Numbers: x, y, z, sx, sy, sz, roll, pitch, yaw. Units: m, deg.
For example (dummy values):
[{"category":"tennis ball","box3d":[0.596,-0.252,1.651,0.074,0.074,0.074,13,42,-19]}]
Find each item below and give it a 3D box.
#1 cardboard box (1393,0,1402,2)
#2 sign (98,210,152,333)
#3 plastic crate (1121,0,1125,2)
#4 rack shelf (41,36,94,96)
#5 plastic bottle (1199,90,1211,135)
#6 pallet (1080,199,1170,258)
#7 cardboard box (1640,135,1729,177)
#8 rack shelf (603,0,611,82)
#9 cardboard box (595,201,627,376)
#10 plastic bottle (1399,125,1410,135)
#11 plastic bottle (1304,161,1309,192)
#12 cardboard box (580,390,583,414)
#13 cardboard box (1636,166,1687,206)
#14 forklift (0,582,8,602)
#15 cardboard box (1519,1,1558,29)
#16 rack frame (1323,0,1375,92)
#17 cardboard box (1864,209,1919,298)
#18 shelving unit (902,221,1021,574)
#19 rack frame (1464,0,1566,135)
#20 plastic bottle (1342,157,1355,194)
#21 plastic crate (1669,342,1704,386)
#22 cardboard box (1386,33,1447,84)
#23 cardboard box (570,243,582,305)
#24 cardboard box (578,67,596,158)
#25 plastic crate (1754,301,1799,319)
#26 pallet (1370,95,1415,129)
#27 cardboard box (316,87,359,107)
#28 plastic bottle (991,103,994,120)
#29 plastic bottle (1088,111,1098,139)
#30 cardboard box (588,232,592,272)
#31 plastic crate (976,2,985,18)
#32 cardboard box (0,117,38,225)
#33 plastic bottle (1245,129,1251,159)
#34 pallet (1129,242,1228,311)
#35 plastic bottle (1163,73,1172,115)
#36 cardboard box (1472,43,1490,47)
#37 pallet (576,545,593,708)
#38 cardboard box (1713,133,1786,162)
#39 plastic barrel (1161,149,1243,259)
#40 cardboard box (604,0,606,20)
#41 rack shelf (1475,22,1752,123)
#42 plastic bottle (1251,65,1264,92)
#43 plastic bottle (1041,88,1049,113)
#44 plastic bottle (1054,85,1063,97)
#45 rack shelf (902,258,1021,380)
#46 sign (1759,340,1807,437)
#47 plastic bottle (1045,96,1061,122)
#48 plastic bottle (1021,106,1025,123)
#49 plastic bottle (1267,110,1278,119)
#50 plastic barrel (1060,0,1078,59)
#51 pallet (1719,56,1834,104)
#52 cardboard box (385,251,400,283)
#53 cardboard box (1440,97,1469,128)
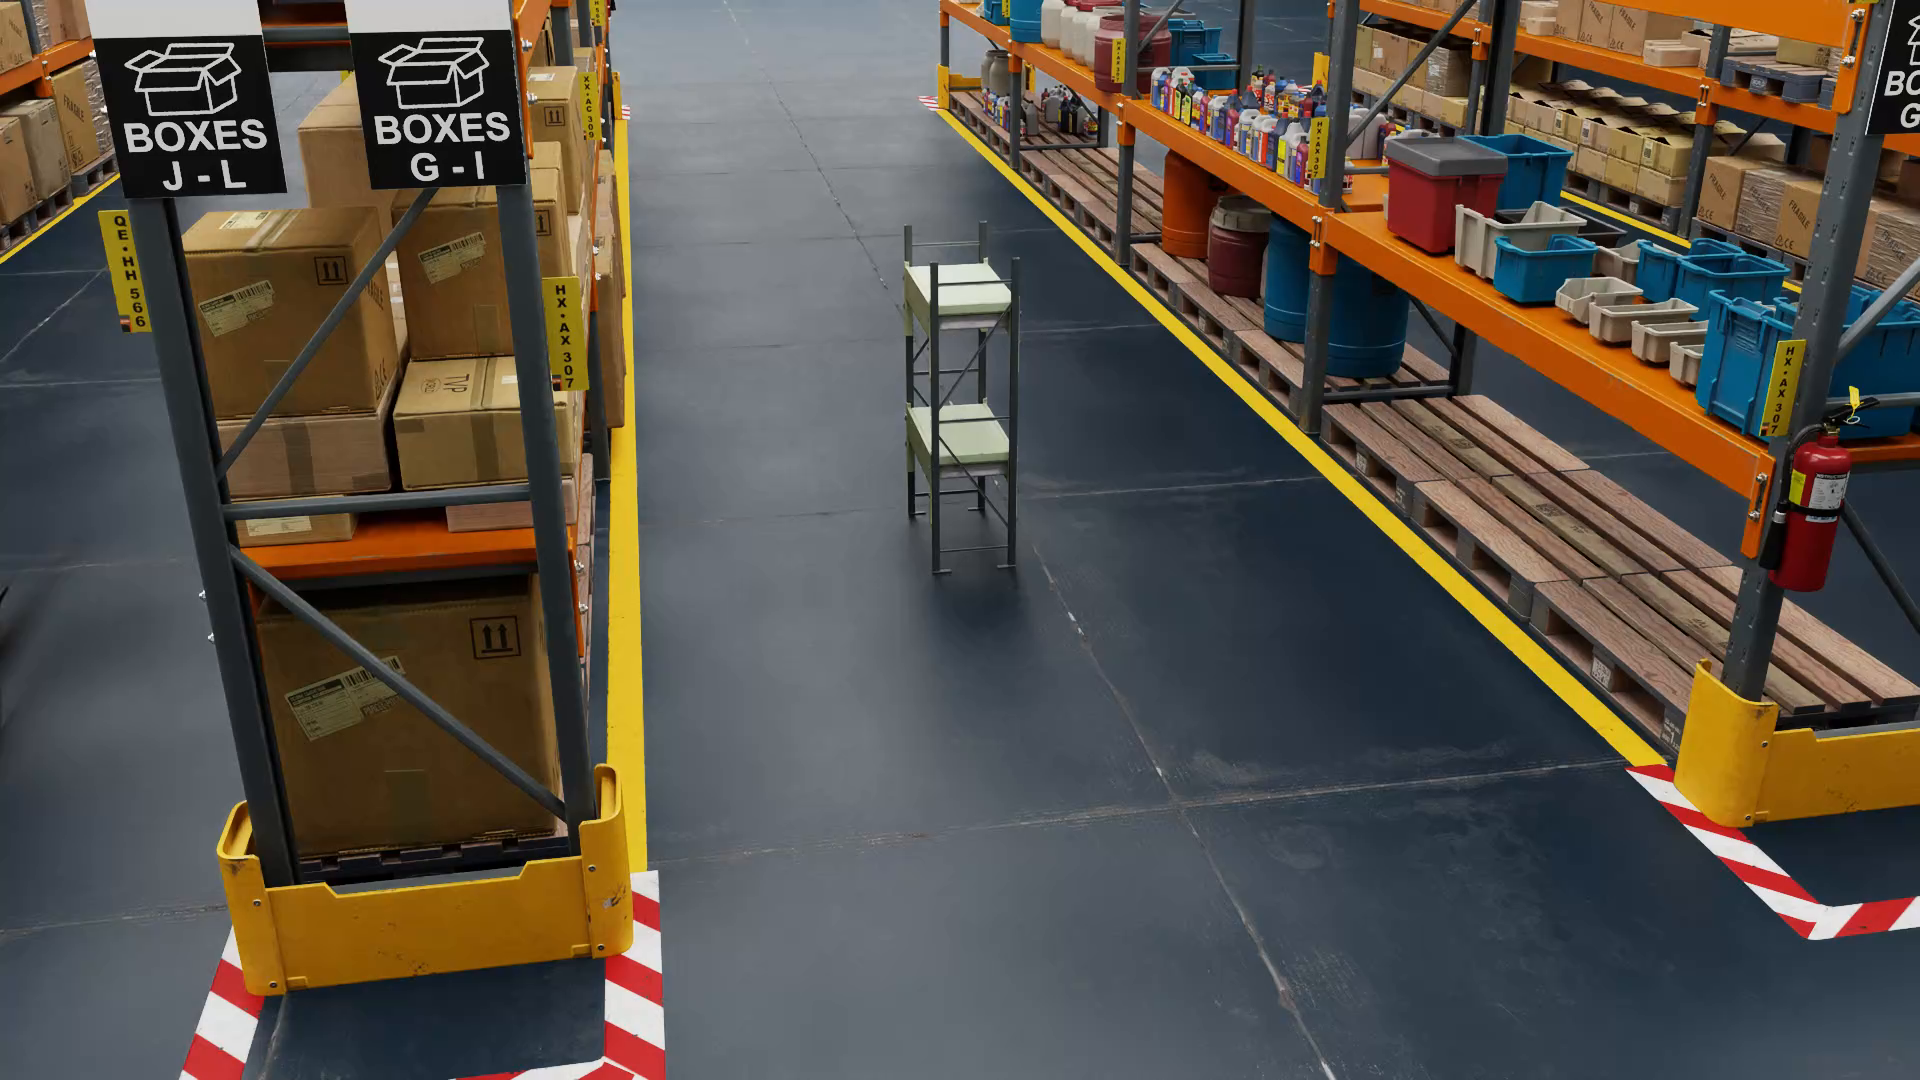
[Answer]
[{"category":"cardboard box","box3d":[5.395,-6.584,19.453,0.700,0.500,0.500,-4,24,-9]},{"category":"sign","box3d":[-2.180,-0.704,4.372,0.100,0.325,0.005,-4,24,-10]},{"category":"plastic crate","box3d":[1.395,-5.048,15.980,0.402,0.464,0.583,-4,24,-10]},{"category":"rack shelf","box3d":[-9.126,-4.949,16.733,1.077,0.370,4.000,-4,24,-10]},{"category":"plastic bottle","box3d":[1.675,-2.907,11.305,0.061,0.283,0.133,-4,24,-10]},{"category":"pallet","box3d":[1.639,-2.643,14.037,1.003,0.211,1.213,-4,24,-10]},{"category":"cardboard box","box3d":[6.274,-3.355,14.395,0.500,0.311,0.500,-4,24,-8]},{"category":"rack shelf","box3d":[-4.233,-5.277,17.483,1.077,0.370,4.000,-4,24,-10]},{"category":"cardboard box","box3d":[-2.688,-1.493,10.052,1.225,0.875,0.875,-5,24,-12]},{"category":"plastic bottle","box3d":[2.710,-2.382,10.118,0.097,0.271,0.097,0,24,0]},{"category":"plastic bottle","box3d":[2.045,-2.123,9.612,0.097,0.201,0.097,0,24,0]},{"category":"cardboard box","box3d":[-1.577,-0.553,6.081,0.380,0.149,0.250,-5,24,-11]},{"category":"cardboard box","box3d":[6.276,-3.099,14.509,0.500,0.250,0.500,-4,24,-8]},{"category":"forklift","box3d":[-4.188,-0.335,5.356,1.130,2.935,3.031,-5,24,-11]},{"category":"cardboard box","box3d":[6.007,-5.292,16.807,0.500,0.250,0.500,-3,24,-6]},{"category":"rack frame","box3d":[5.133,-7.125,20.815,1.000,3.000,0.127,-4,24,-10]},{"category":"cardboard box","box3d":[6.804,-2.026,11.715,0.500,0.500,0.500,-4,24,-9]},{"category":"shelving unit","box3d":[-0.001,-0.690,7.956,0.431,1.500,0.755,-4,24,-10]},{"category":"rack frame","box3d":[5.873,-5.551,17.213,1.000,3.000,0.127,-4,24,-10]},{"category":"plastic bottle","box3d":[2.212,-2.096,9.550,0.097,0.201,0.097,0,24,0]},{"category":"plastic crate","box3d":[2.895,-0.680,6.314,0.396,0.136,0.243,-4,24,-10]},{"category":"cardboard box","box3d":[5.289,-5.583,19.260,0.500,0.500,0.500,-4,24,-10]},{"category":"cardboard box","box3d":[-1.761,-0.983,6.568,0.500,0.250,0.500,-5,24,-11]},{"category":"cardboard box","box3d":[-2.603,-2.716,10.596,0.500,0.500,0.500,-5,24,-11]},{"category":"plastic crate","box3d":[3.398,-0.893,6.802,0.250,0.136,0.298,-4,24,-10]},{"category":"pallet","box3d":[5.538,-5.070,19.595,1.003,0.211,1.213,-4,24,-10]},{"category":"cardboard box","box3d":[-2.463,-1.683,7.234,0.500,0.500,0.500,-4,24,-10]},{"category":"plastic bottle","box3d":[0.394,-4.730,18.278,0.097,0.201,0.097,0,24,0]},{"category":"plastic bottle","box3d":[1.376,-4.295,17.196,0.097,0.271,0.097,0,24,0]},{"category":"cardboard box","box3d":[-1.957,-1.361,7.932,0.380,0.149,0.250,-4,24,-9]},{"category":"plastic crate","box3d":[0.455,-5.685,17.849,0.530,0.136,0.437,-4,24,-10]},{"category":"cardboard box","box3d":[-8.378,-3.037,13.741,1.050,0.750,0.750,-4,24,-10]},{"category":"plastic bottle","box3d":[1.859,-2.518,10.516,0.097,0.201,0.097,0,24,0]},{"category":"pallet","box3d":[1.931,-2.028,12.630,1.003,0.211,1.213,-4,24,-10]},{"category":"plastic bottle","box3d":[1.522,-3.233,12.050,0.061,0.283,0.133,-4,24,-10]},{"category":"cardboard box","box3d":[5.995,-5.229,18.449,0.500,0.500,0.500,-4,24,-10]},{"category":"pallet","box3d":[-2.091,0.391,7.092,1.003,0.211,1.213,-4,24,-10]},{"category":"cardboard box","box3d":[6.805,-3.395,14.486,0.500,0.311,0.500,-4,24,-8]},{"category":"plastic barrel","box3d":[1.851,-2.620,12.687,0.600,0.830,0.708,-4,24,-10]},{"category":"cardboard box","box3d":[-3.943,-5.383,16.330,0.875,0.500,0.500,-4,24,-10]},{"category":"rack shelf","box3d":[6.243,-4.435,15.556,1.077,0.370,4.000,-4,24,-10]},{"category":"plastic bottle","box3d":[2.238,-3.432,12.506,0.061,0.283,0.133,-4,24,-10]},{"category":"plastic bottle","box3d":[0.950,-4.917,18.605,0.061,0.283,0.133,-4,24,-10]},{"category":"plastic bottle","box3d":[1.115,-4.837,18.337,0.144,0.351,0.185,-3,24,-8]},{"category":"rack shelf","box3d":[-0.001,-1.048,7.800,0.431,0.370,0.720,-4,24,-10]},{"category":"sign","box3d":[2.686,-0.494,5.429,0.100,0.325,0.005,-4,24,-10]},{"category":"plastic bottle","box3d":[1.009,-4.709,18.136,0.152,0.276,0.135,-4,24,-10]},{"category":"plastic bottle","box3d":[0.602,-4.406,17.350,0.144,0.351,0.185,-5,24,-11]},{"category":"plastic bottle","box3d":[1.984,-2.614,10.649,0.097,0.271,0.097,0,24,0]},{"category":"plastic barrel","box3d":[1.102,-4.567,14.790,0.433,0.535,0.433,0,24,0]},{"category":"pallet","box3d":[6.807,-3.629,13.050,1.213,0.211,1.003,-4,24,-10]},{"category":"cardboard box","box3d":[-2.282,-0.943,6.476,0.500,0.250,0.500,-4,24,-10]},{"category":"cardboard box","box3d":[5.573,-4.650,18.060,0.500,0.250,0.500,-4,24,-10]}]
